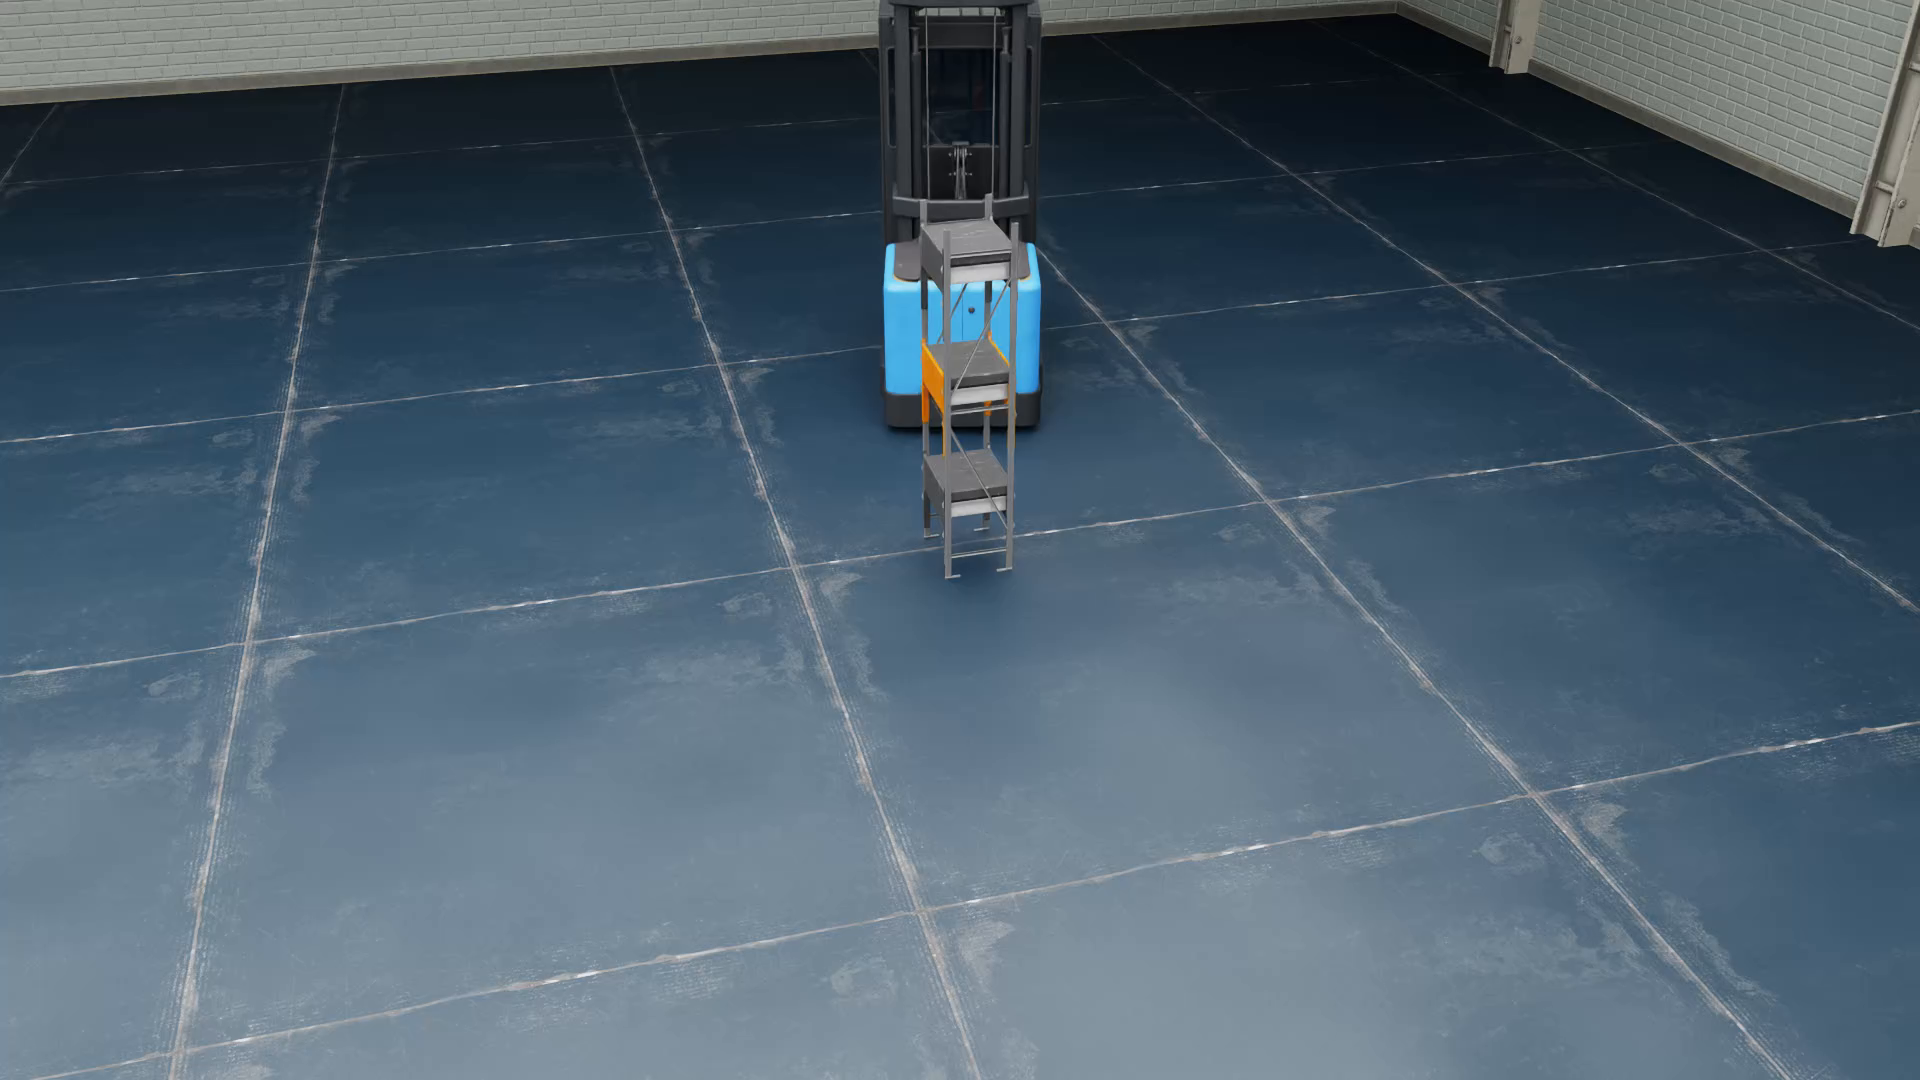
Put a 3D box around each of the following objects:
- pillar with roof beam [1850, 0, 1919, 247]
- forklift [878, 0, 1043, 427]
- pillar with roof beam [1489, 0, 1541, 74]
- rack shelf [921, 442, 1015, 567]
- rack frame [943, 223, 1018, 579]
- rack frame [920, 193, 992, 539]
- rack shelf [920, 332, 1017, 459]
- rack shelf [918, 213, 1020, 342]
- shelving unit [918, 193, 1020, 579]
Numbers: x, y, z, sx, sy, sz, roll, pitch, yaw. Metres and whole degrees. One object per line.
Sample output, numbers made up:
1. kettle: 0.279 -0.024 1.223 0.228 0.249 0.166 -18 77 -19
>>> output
1. pillar with roof beam: 3.896 -5.965 11.303 9.100 9.000 0.400 -8 31 -13
2. forklift: -0.004 -2.724 11.762 1.130 2.935 3.031 0 30 -1
3. pillar with roof beam: 2.303 -8.862 16.310 9.100 9.000 0.400 -8 31 -13
4. rack shelf: 0.044 -0.211 9.674 0.431 0.518 0.480 -8 31 -13
5. rack frame: 0.109 -0.711 9.113 0.400 2.100 0.015 -8 31 -13
6. rack frame: -0.021 -0.947 9.521 0.400 2.100 0.015 -8 31 -13
7. rack shelf: 0.044 -0.817 9.324 0.431 0.518 0.480 -8 31 -13
8. rack shelf: 0.044 -1.423 8.973 0.431 0.518 0.480 -8 31 -13
9. shelving unit: 0.044 -0.829 9.317 0.431 2.100 0.503 -8 31 -13
